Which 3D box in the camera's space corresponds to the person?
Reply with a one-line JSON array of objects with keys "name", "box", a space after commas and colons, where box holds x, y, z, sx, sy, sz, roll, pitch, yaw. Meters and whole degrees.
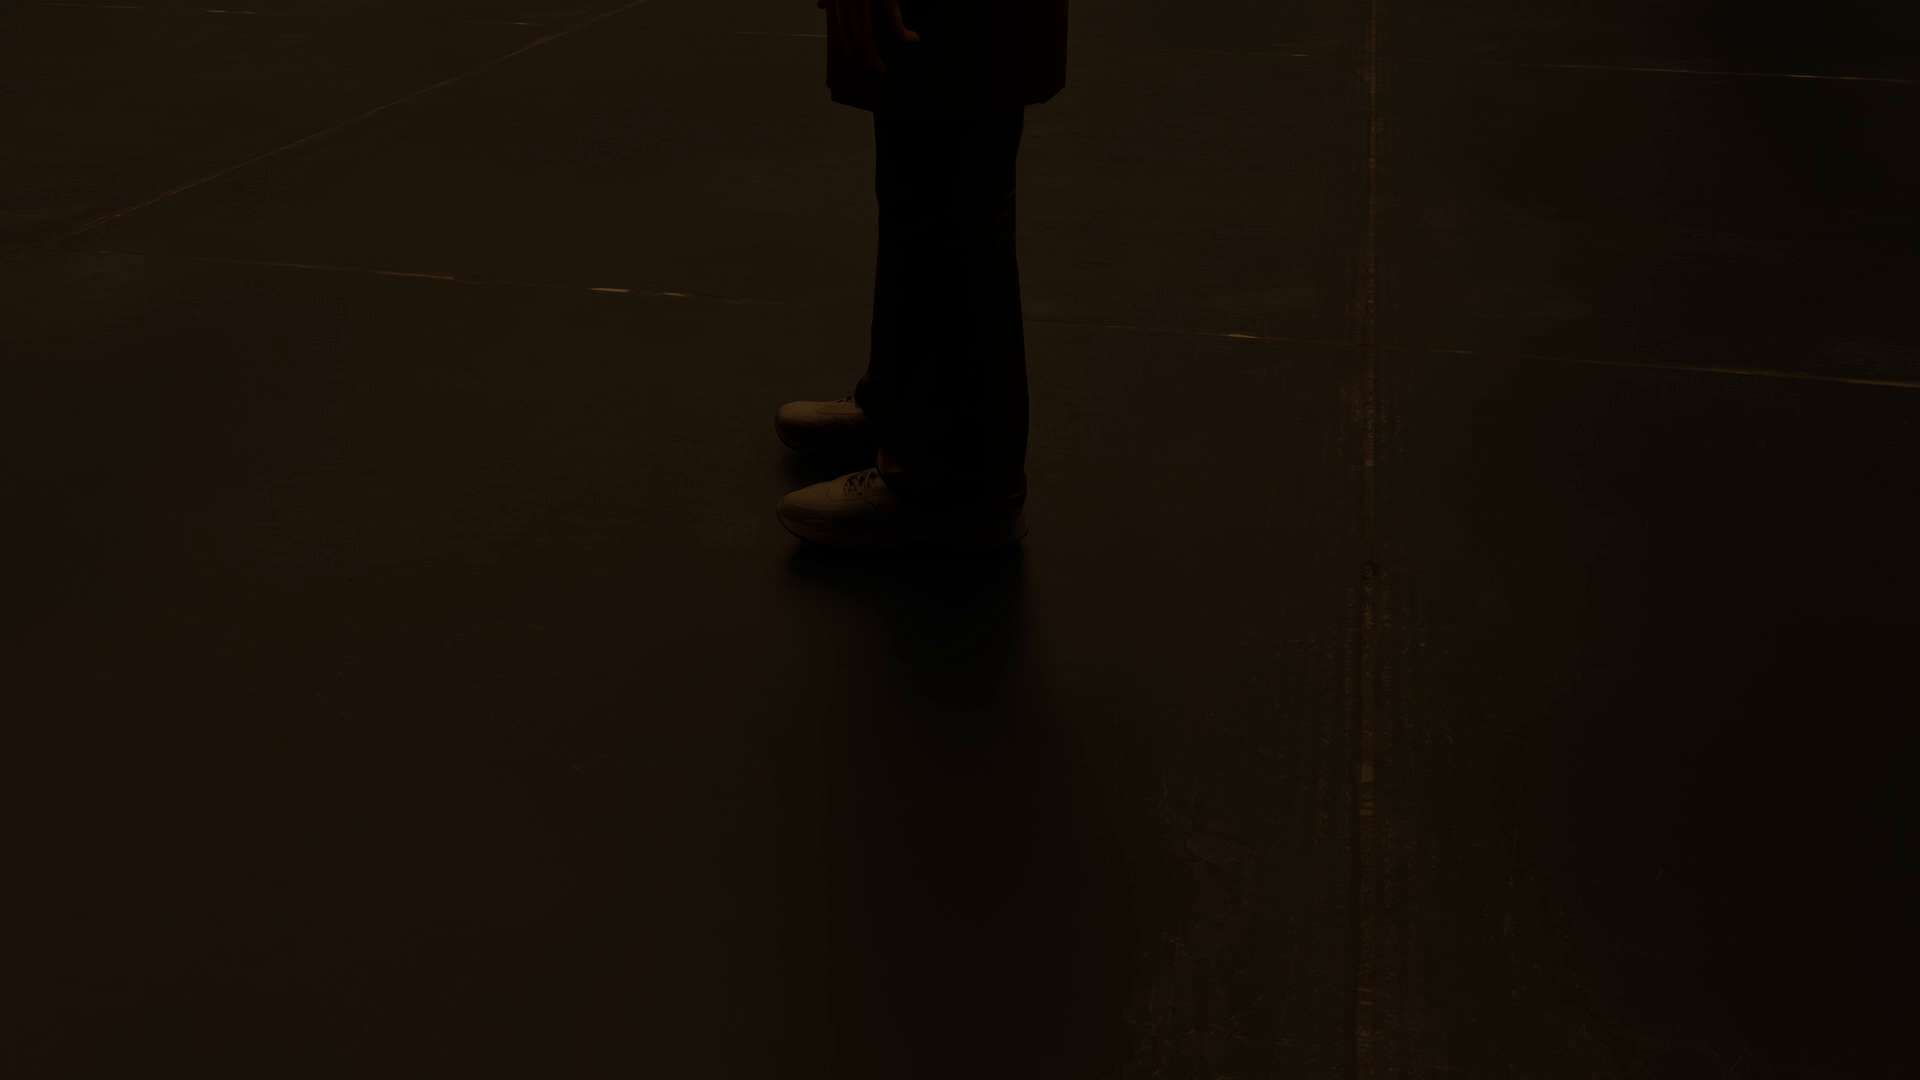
[{"name": "person", "box": [-0.087, -0.811, 2.118, 0.582, 1.776, 0.696, 6, 27, 11]}]
